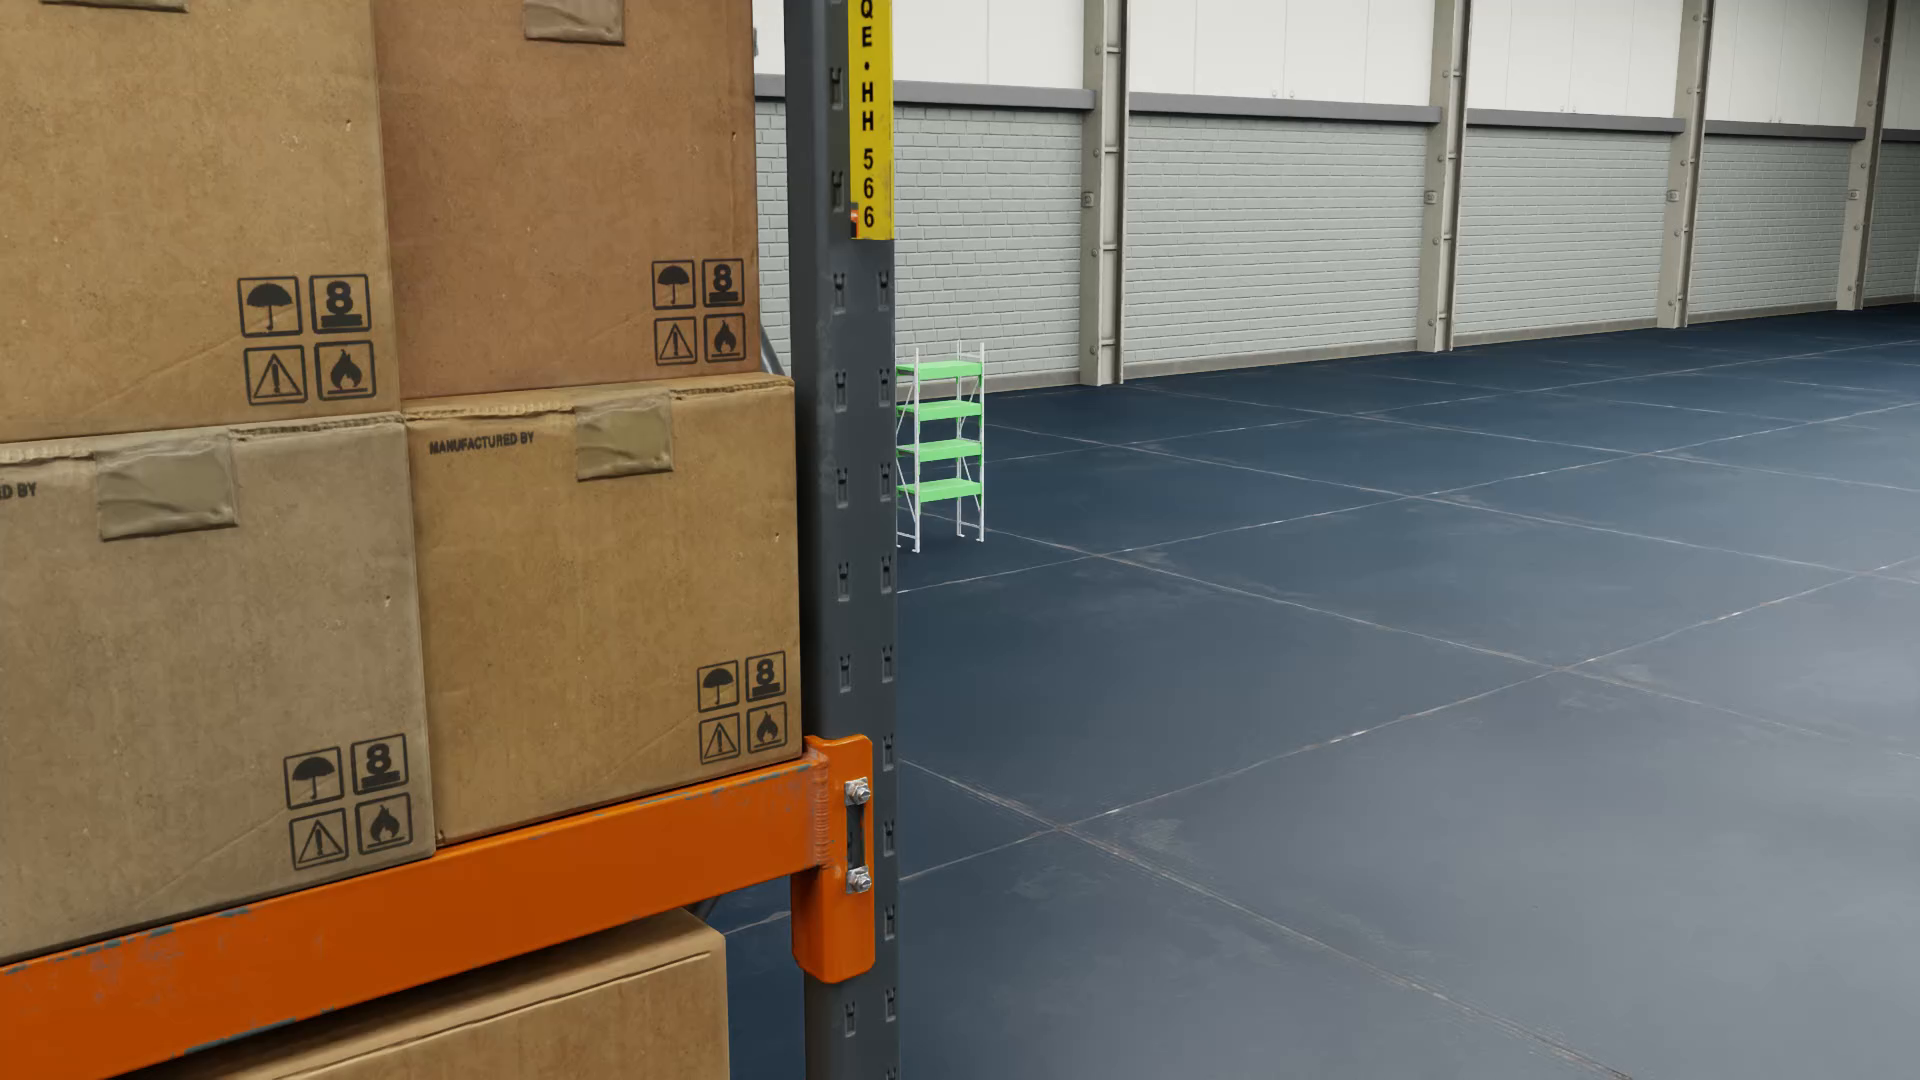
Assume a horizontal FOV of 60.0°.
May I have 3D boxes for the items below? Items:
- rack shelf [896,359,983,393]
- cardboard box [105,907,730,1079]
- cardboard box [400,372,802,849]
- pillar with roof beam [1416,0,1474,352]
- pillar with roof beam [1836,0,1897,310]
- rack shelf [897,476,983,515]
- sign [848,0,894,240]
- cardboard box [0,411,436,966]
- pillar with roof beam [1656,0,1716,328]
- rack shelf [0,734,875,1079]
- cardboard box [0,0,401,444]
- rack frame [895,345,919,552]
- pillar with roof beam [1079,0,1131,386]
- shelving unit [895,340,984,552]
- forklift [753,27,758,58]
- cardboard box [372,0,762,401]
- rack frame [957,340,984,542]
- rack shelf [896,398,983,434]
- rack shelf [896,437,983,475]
[{"bbox_3d":[-0.129,-0.972,9.817,0.480,0.148,0.258,-9,15,-38],"label":"rack shelf"},{"bbox_3d":[-0.936,0.961,2.486,0.875,0.875,0.875,-9,15,-37],"label":"cardboard box"},{"bbox_3d":[-0.710,0.011,2.497,0.550,0.550,0.875,-9,15,-38],"label":"cardboard box"},{"bbox_3d":[8.915,-6.194,17.633,0.400,9.000,9.100,-9,15,-38],"label":"pillar with roof beam"},{"bbox_3d":[18.285,-7.751,24.966,0.400,9.000,9.100,-9,15,-38],"label":"pillar with roof beam"},{"bbox_3d":[-0.129,-0.268,9.966,0.480,0.148,0.258,-9,15,-38],"label":"rack shelf"},{"bbox_3d":[-0.120,-0.564,2.206,0.005,0.325,0.100,-9,15,-38],"label":"sign"},{"bbox_3d":[-1.125,0.085,2.144,0.550,0.550,0.875,-9,15,-38],"label":"cardboard box"},{"bbox_3d":[13.600,-6.972,21.299,0.400,9.000,9.100,-9,15,-38],"label":"pillar with roof beam"},{"bbox_3d":[-2.010,0.640,1.626,4.000,0.370,1.077,-9,15,-38],"label":"rack shelf"},{"bbox_3d":[-1.134,-0.445,2.042,0.550,0.550,0.875,-9,15,-38],"label":"cardboard box"},{"bbox_3d":[-0.320,-0.534,9.754,0.015,1.200,0.240,-9,15,-38],"label":"rack frame"},{"bbox_3d":[4.230,-5.415,13.966,0.400,9.000,9.100,-9,15,-38],"label":"pillar with roof beam"},{"bbox_3d":[-0.129,-0.565,9.903,0.503,1.200,0.258,-9,15,-38],"label":"shelving unit"},{"bbox_3d":[-1.656,-0.874,7.187,1.130,2.935,3.031,7,14,30],"label":"forklift"},{"bbox_3d":[-0.762,-0.531,2.449,0.550,0.550,0.875,-9,15,-38],"label":"cardboard box"},{"bbox_3d":[0.061,-0.597,10.052,0.015,1.200,0.240,-9,15,-38],"label":"rack frame"},{"bbox_3d":[-0.129,-0.738,9.866,0.480,0.148,0.258,-9,15,-38],"label":"rack shelf"},{"bbox_3d":[-0.129,-0.503,9.916,0.480,0.148,0.258,-9,15,-38],"label":"rack shelf"}]
